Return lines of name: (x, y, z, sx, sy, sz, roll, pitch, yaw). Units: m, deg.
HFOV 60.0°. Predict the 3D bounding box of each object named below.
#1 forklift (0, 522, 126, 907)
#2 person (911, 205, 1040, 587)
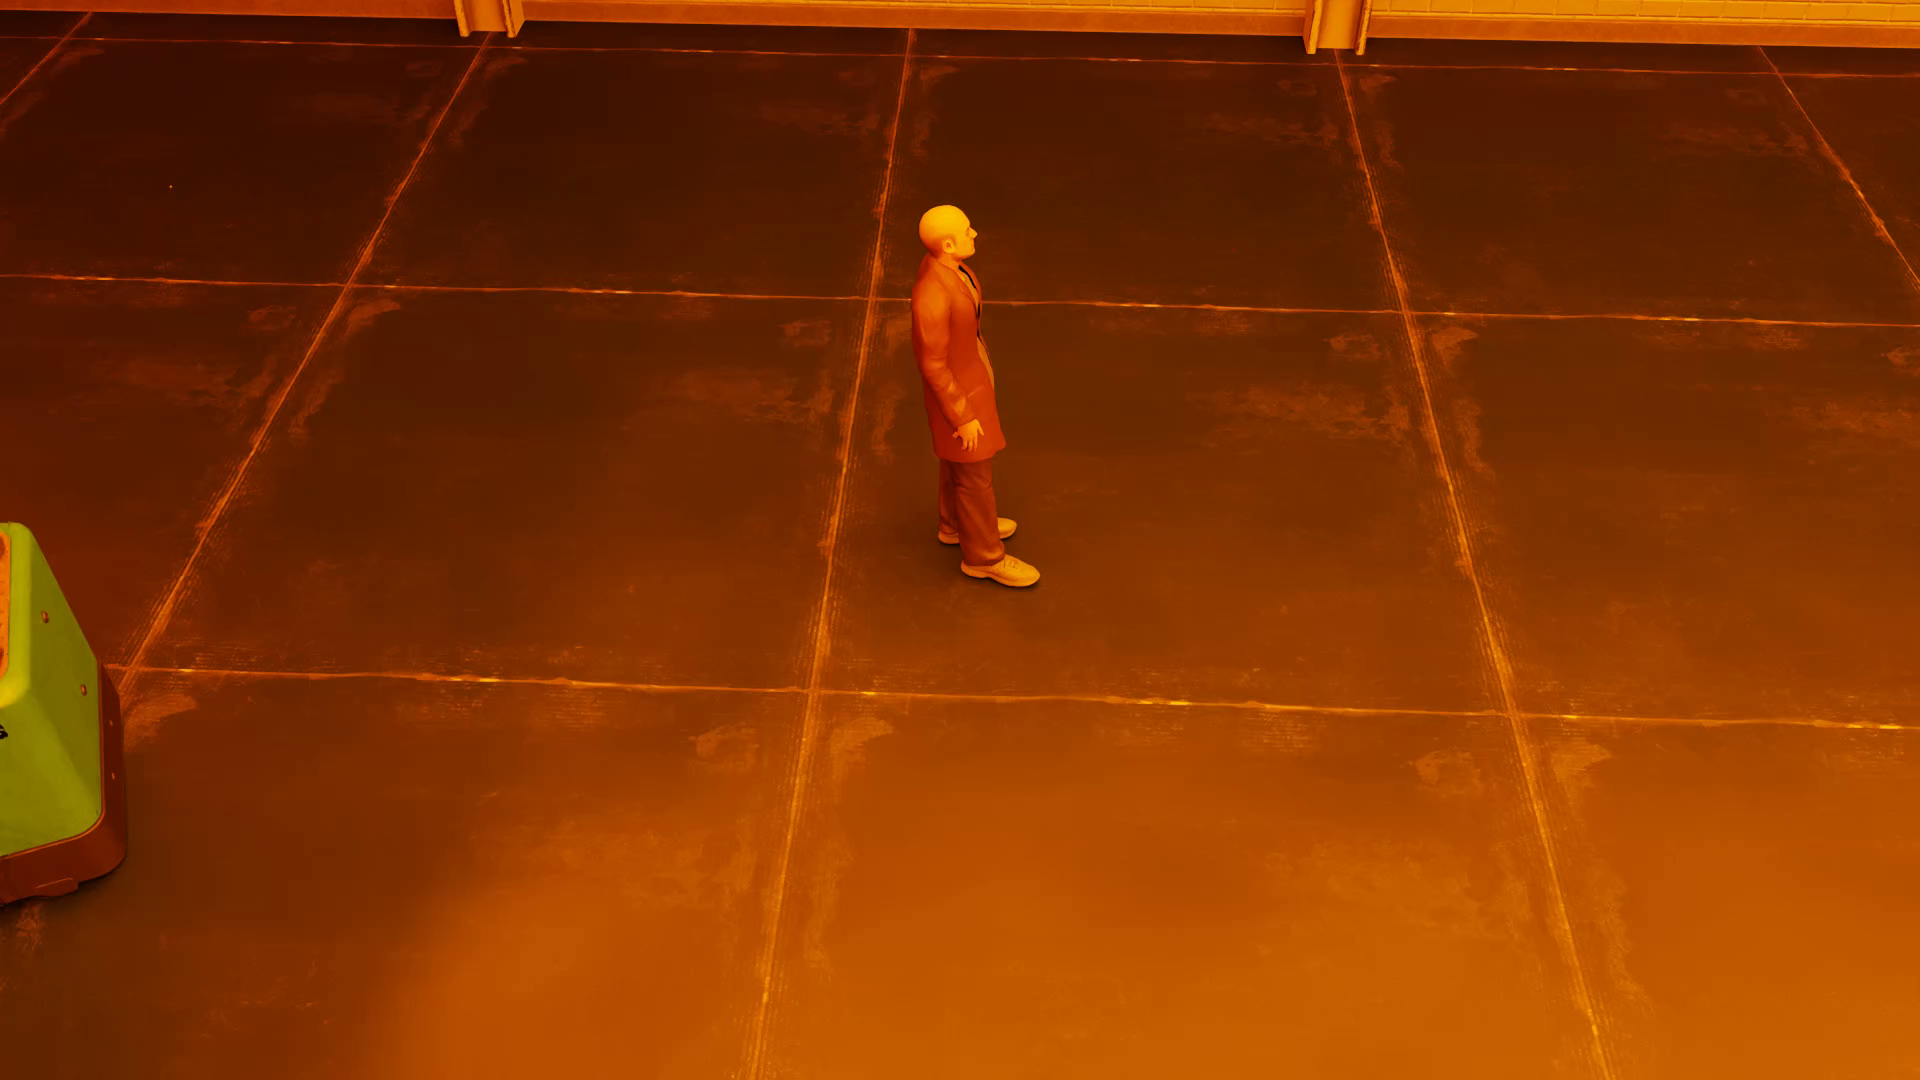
forklift: (-4.817, 0.294, 5.420, 3.031, 2.935, 1.130, -15, 45, -16)
person: (0.090, -0.656, 7.305, 0.582, 1.776, 0.696, 2, 42, 2)
